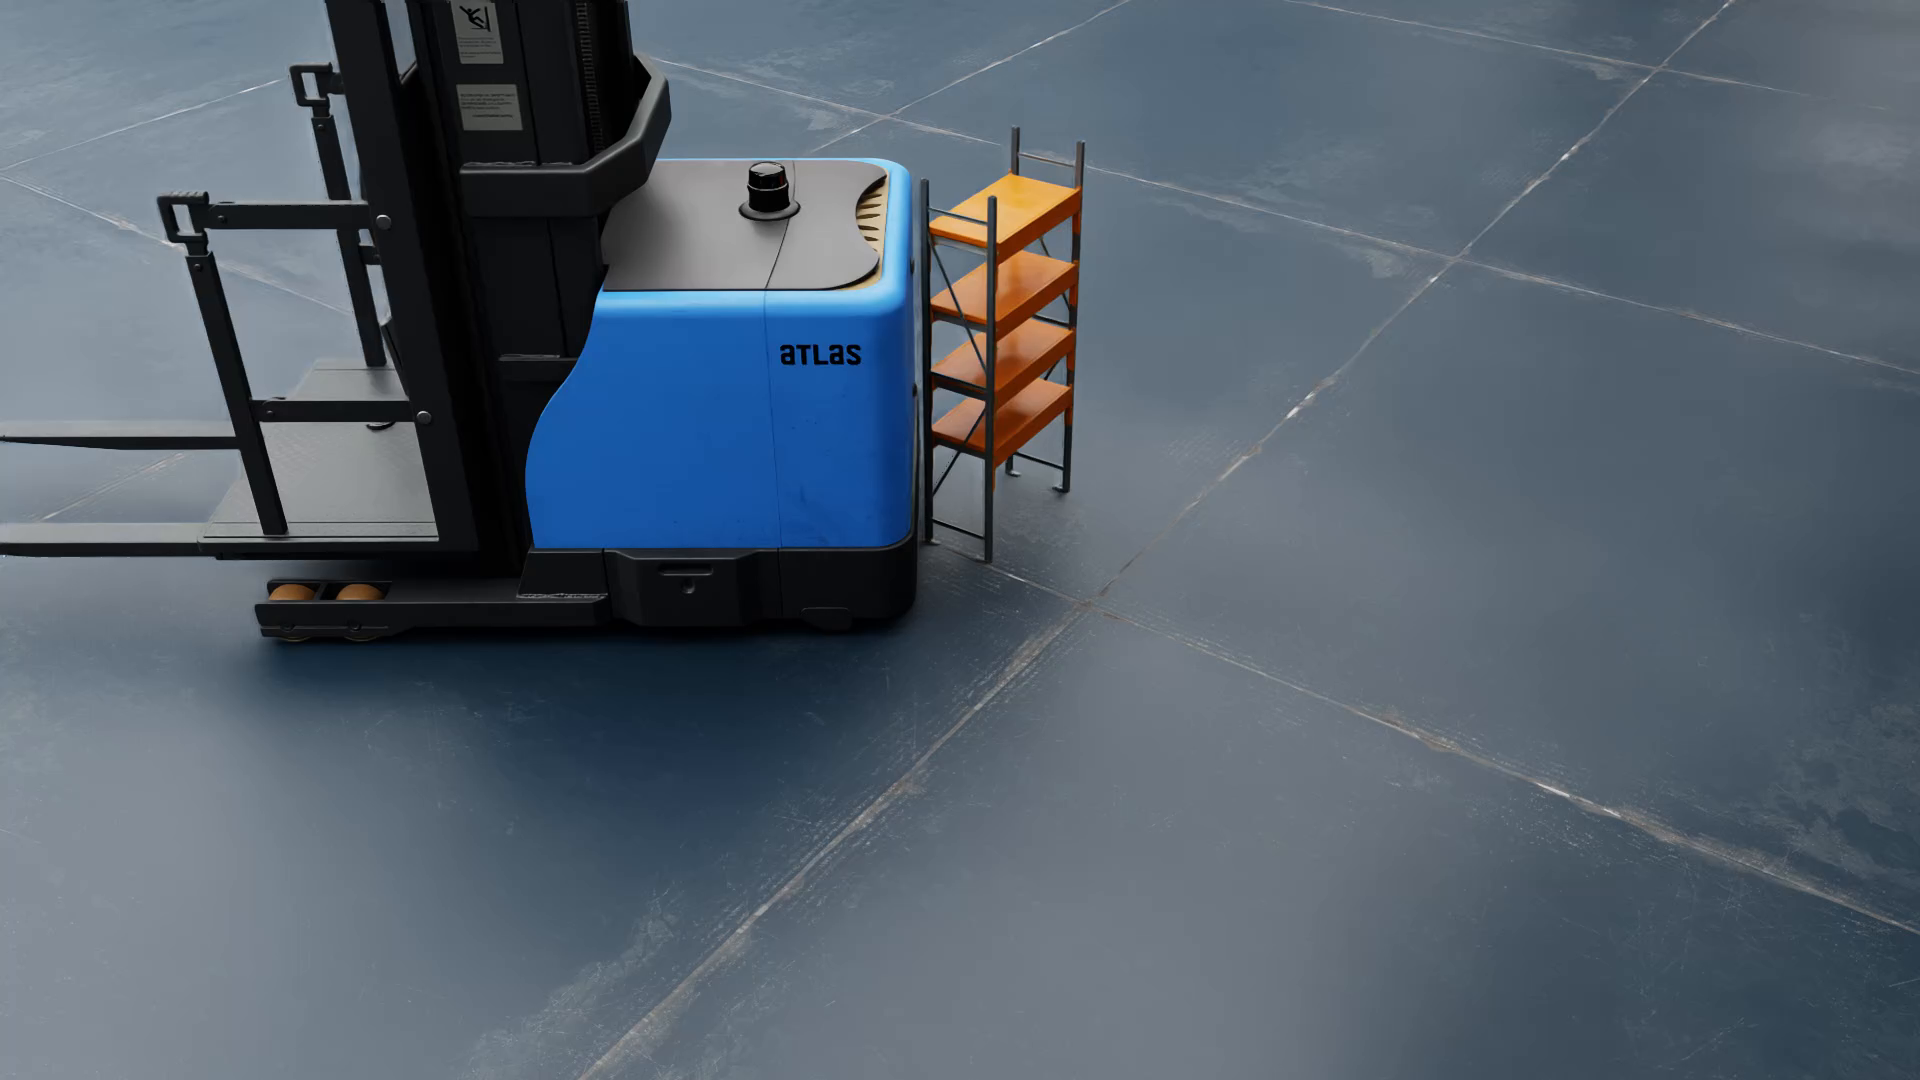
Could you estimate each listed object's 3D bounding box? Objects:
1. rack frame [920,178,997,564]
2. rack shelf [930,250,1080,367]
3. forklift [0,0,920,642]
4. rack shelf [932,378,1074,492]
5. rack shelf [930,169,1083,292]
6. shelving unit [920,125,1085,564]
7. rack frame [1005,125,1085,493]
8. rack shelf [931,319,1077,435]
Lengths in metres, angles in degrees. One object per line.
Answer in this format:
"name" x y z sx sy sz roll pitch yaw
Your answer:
"rack frame" -0.005 -0.461 4.861 0.240 1.200 0.015 20 39 26
"rack shelf" 0.126 -0.706 4.944 0.258 0.148 0.480 20 39 26
"forklift" -1.647 -1.217 4.433 3.031 2.935 1.130 0 34 0
"rack shelf" 0.126 -0.356 5.180 0.258 0.148 0.480 20 39 26
"rack shelf" 0.126 -0.902 4.811 0.258 0.148 0.480 20 39 26
"shelving unit" 0.126 -0.576 5.031 0.258 1.200 0.503 20 39 26
"rack frame" 0.257 -0.692 5.202 0.240 1.200 0.015 20 39 26
"rack shelf" 0.126 -0.521 5.069 0.258 0.148 0.480 20 39 26
